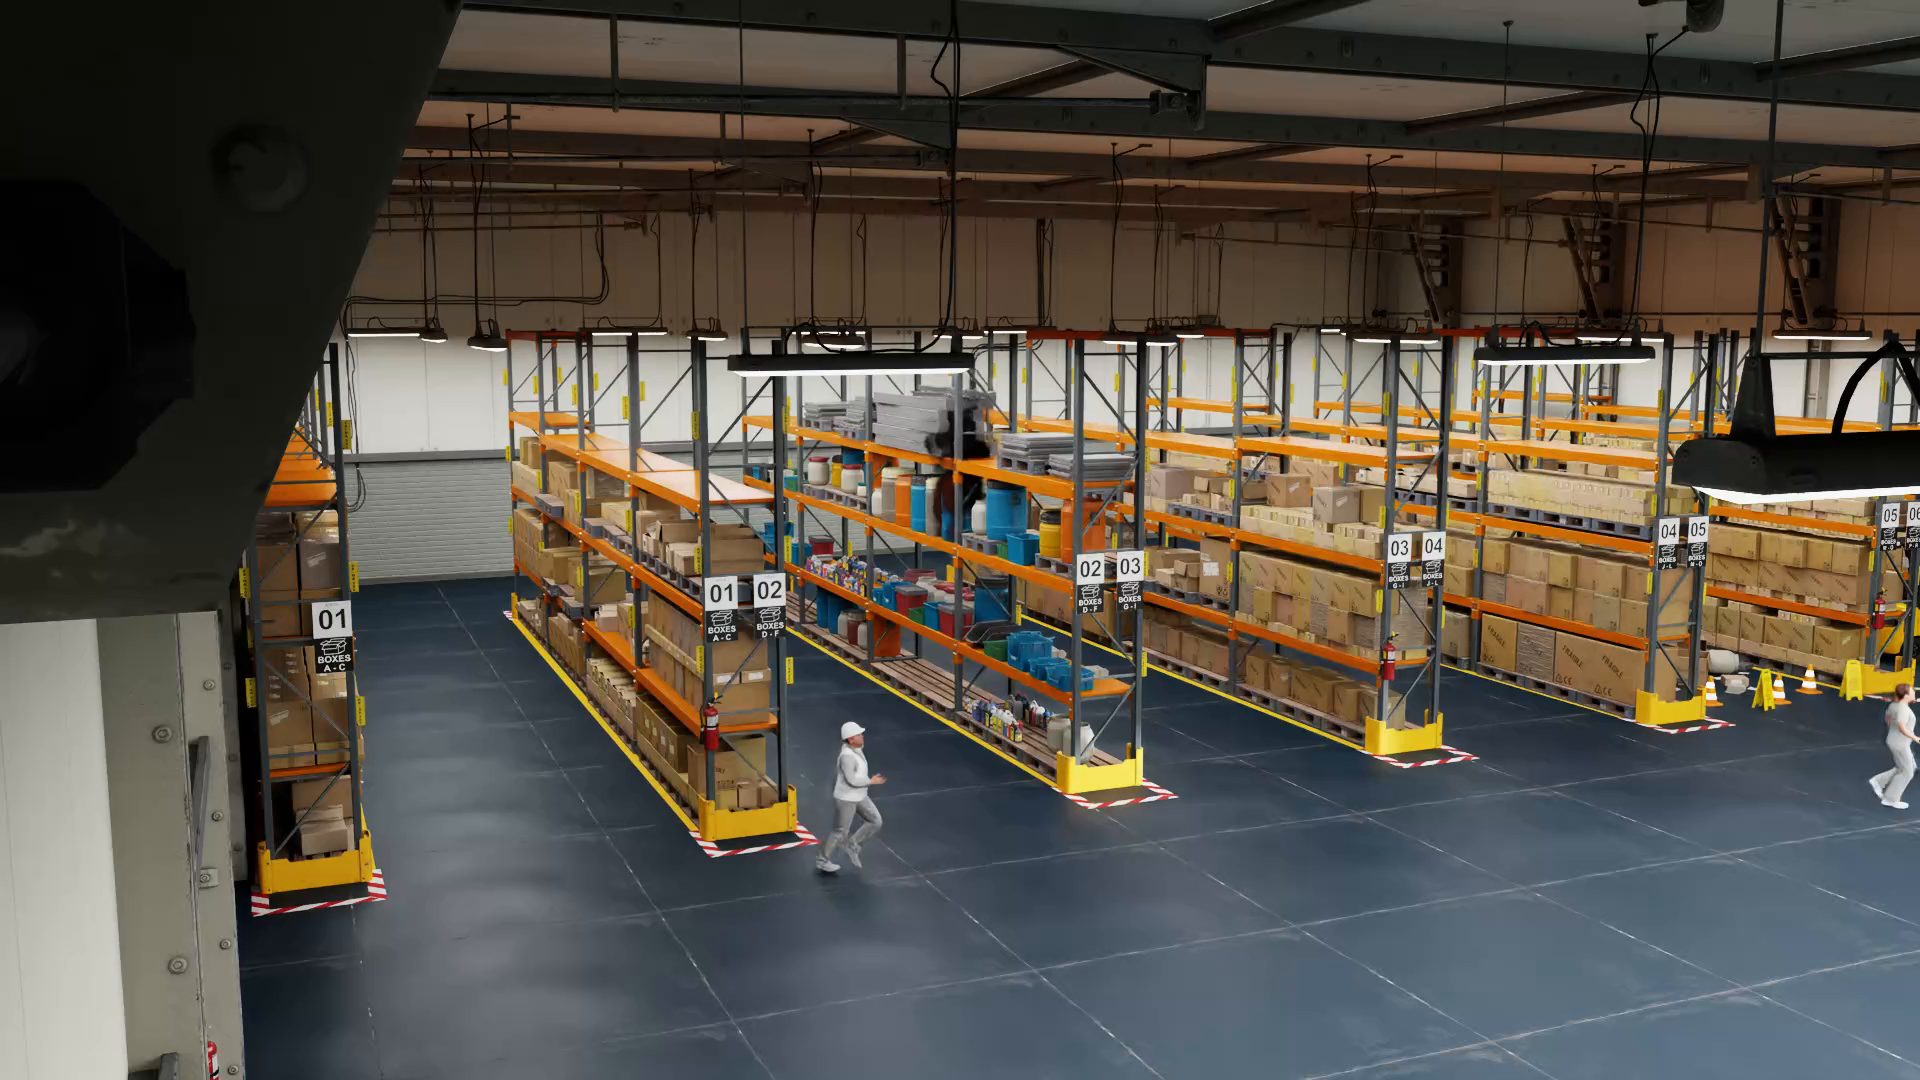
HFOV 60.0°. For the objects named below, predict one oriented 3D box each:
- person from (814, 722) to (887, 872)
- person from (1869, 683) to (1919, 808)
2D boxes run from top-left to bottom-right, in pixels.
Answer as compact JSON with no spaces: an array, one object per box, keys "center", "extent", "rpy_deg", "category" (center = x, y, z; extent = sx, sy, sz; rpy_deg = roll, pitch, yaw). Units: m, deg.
[{"center":[-1.223,2.897,18.855],"extent":[0.842,1.741,0.670],"rpy_deg":[2,8,11],"category":"person"},{"center":[12.041,2.634,21.351],"extent":[0.554,1.636,0.571],"rpy_deg":[2,8,17],"category":"person"}]
